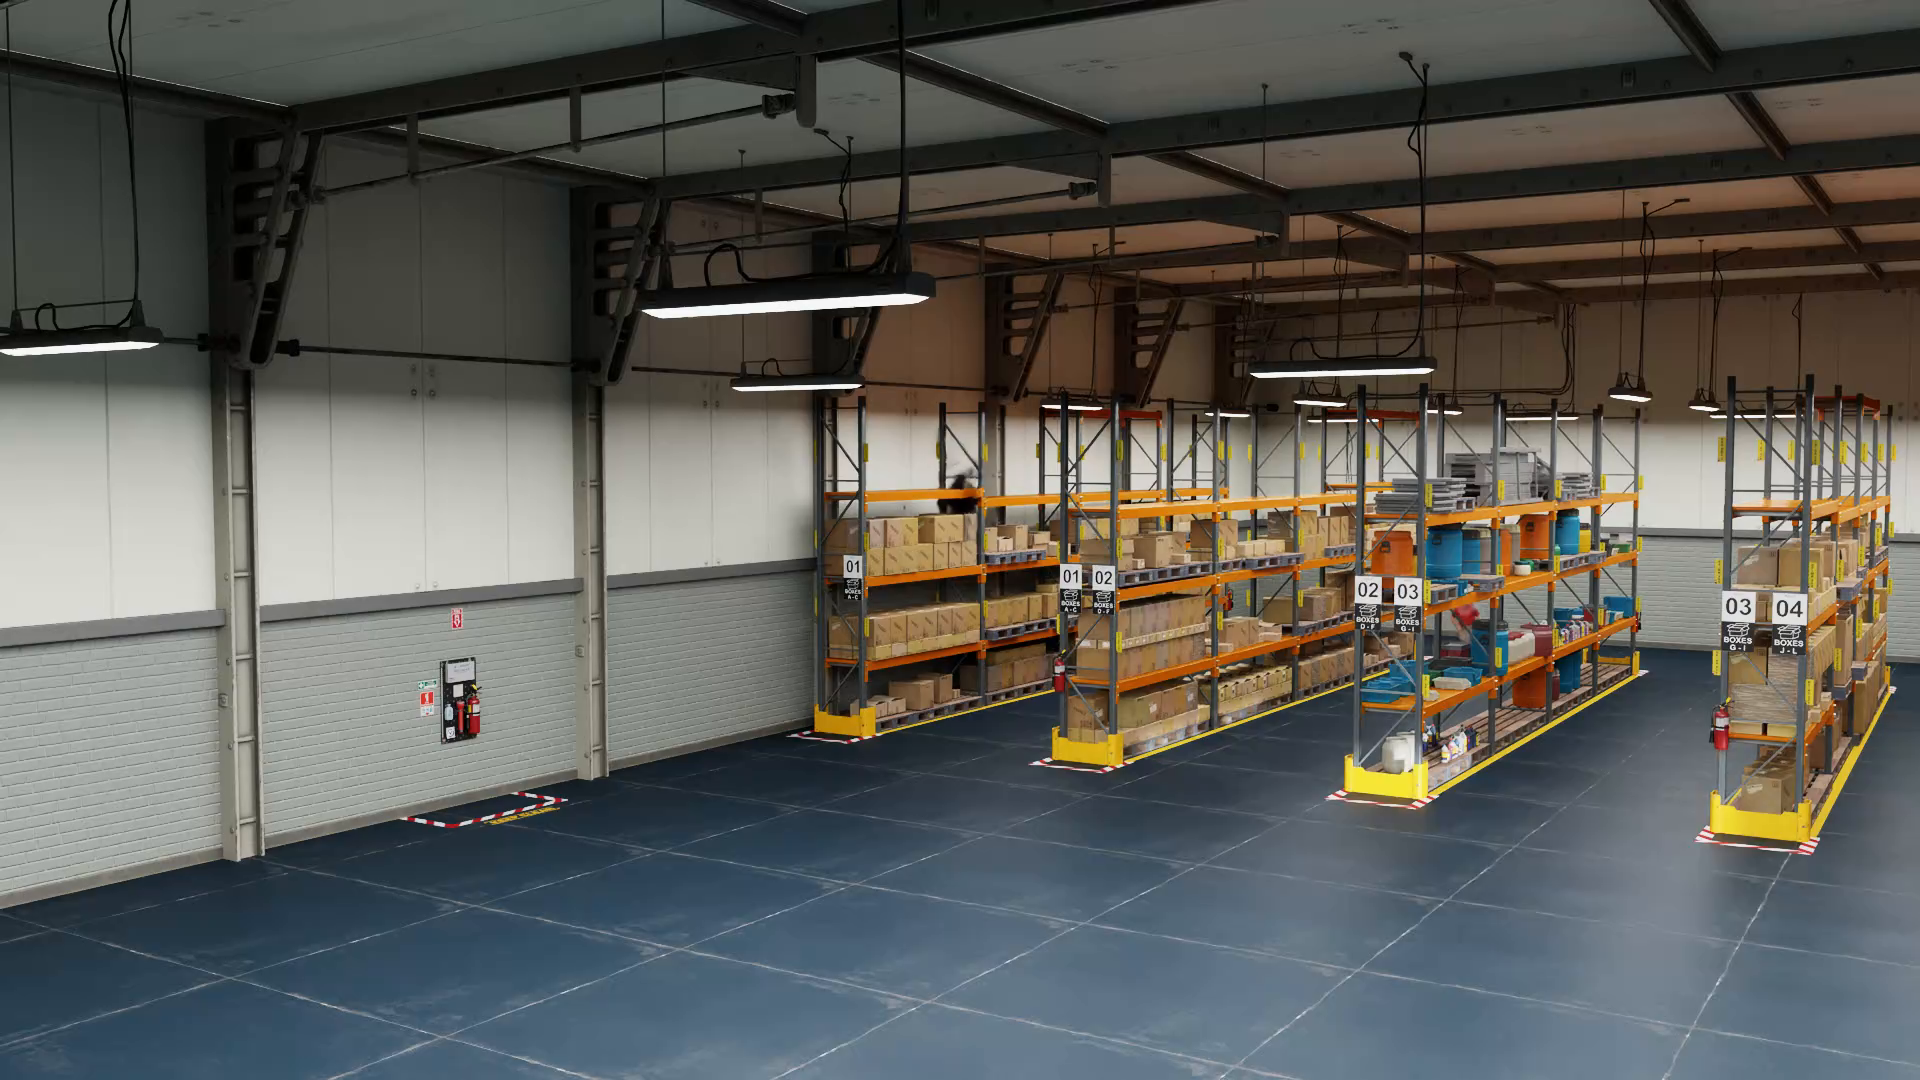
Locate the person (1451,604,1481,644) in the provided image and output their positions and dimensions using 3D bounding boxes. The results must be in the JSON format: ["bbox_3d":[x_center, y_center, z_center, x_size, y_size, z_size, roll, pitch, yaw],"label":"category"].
[{"bbox_3d":[11.843,2.124,38.917,0.680,1.663,0.632,1,3,13],"label":"person"}]
